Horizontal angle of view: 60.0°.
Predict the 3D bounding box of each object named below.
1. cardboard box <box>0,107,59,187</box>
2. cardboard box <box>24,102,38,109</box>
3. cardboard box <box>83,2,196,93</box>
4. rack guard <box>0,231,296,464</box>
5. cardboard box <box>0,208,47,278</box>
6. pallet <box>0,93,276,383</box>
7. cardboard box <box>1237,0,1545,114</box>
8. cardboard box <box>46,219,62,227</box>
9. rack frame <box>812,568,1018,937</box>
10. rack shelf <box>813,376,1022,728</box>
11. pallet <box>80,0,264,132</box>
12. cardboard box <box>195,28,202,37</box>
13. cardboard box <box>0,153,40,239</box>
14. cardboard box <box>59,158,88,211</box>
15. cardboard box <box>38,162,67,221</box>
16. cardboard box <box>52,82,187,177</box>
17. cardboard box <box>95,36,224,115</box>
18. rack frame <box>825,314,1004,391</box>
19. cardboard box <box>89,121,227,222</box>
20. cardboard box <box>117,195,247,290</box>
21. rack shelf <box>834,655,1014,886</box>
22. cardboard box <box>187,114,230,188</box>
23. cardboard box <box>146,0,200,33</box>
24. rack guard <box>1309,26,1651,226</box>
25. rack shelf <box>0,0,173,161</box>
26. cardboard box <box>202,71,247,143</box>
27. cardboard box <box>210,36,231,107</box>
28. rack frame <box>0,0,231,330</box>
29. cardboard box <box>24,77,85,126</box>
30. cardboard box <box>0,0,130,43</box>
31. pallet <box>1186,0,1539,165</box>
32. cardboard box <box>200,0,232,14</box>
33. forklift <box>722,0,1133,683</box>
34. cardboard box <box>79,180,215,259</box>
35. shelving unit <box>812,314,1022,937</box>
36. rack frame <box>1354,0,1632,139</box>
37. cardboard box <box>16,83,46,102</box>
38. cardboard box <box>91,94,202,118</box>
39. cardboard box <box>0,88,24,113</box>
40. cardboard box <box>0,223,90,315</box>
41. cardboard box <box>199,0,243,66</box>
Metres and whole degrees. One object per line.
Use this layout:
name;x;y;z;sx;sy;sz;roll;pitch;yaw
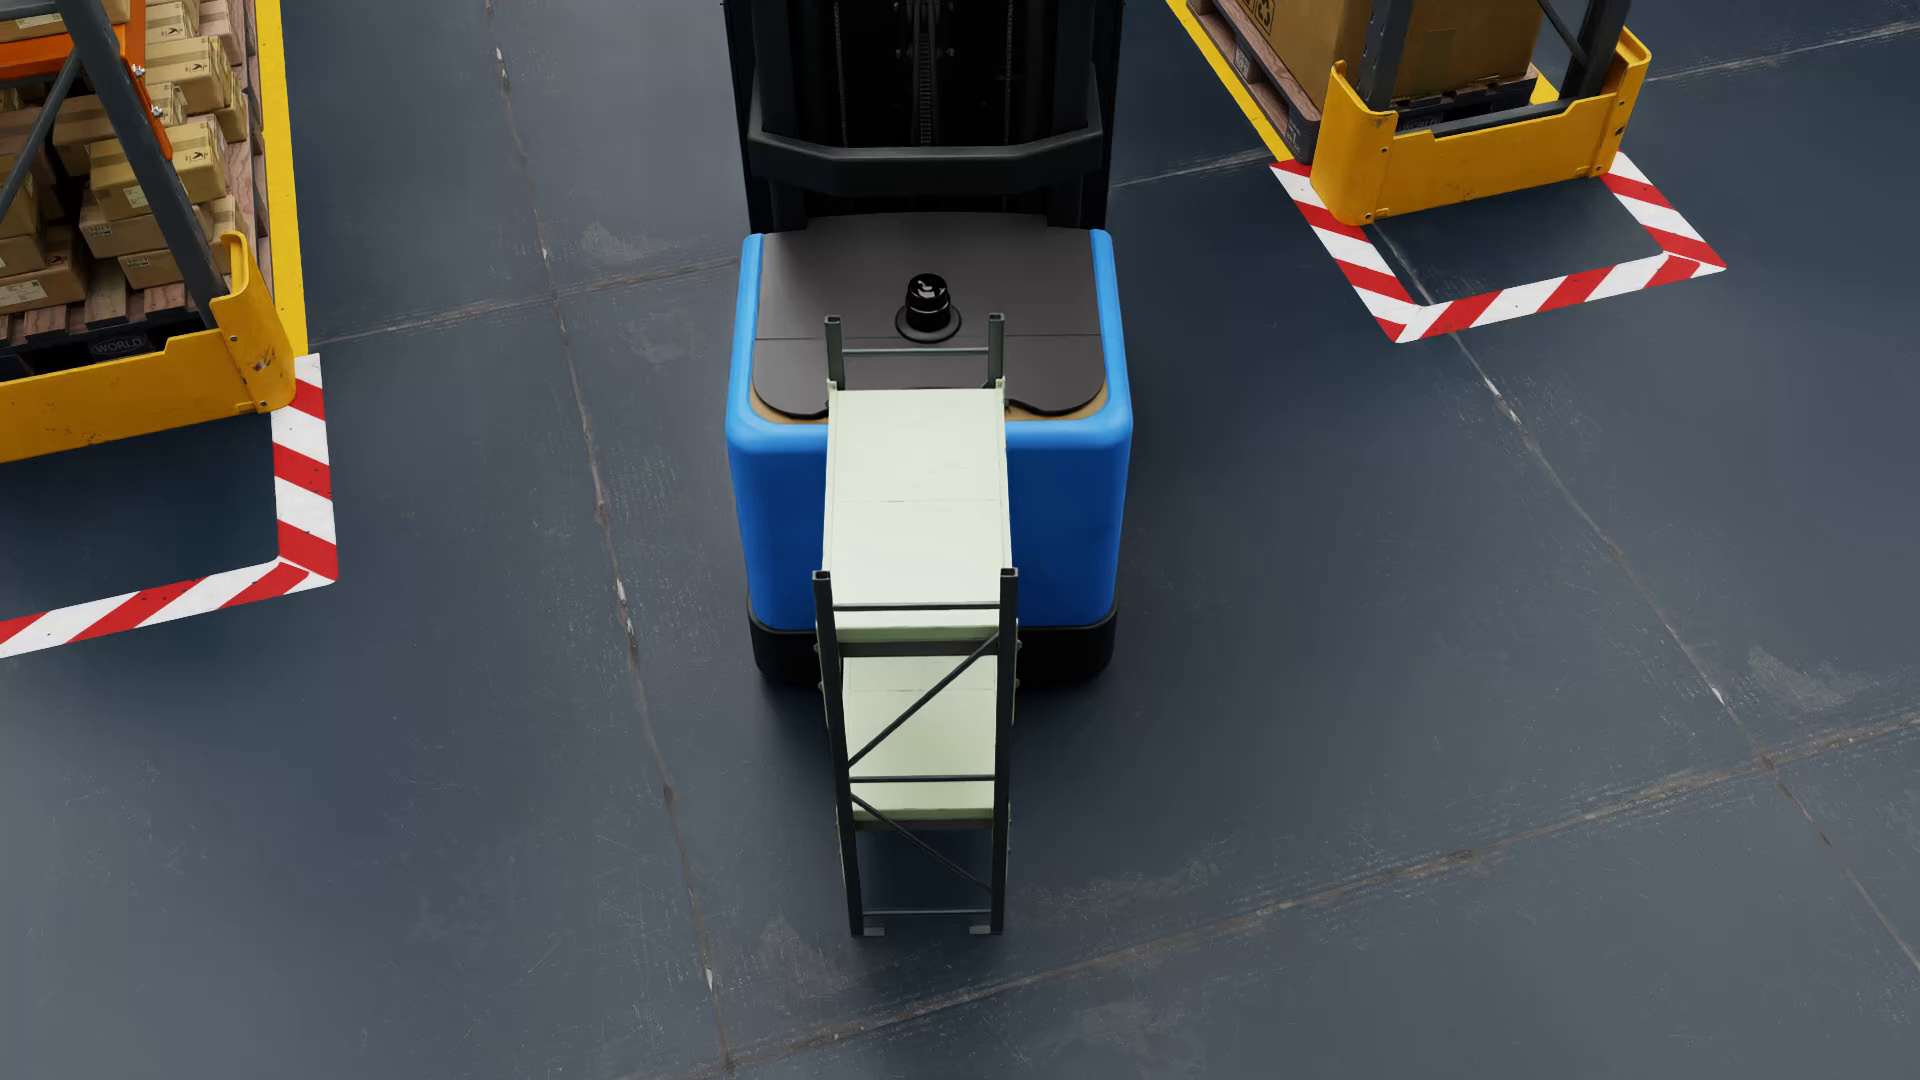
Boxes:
cardboard box;-3.252;-1.293;5.579;0.380;0.149;0.250;-12;51;-10
cardboard box;-3.418;-1.371;5.840;0.380;0.149;0.250;-15;52;-12
cardboard box;-2.965;-1.776;5.986;0.380;0.149;0.250;-16;52;-13
rack guard;-2.856;-0.609;5.436;1.175;0.500;0.348;-13;51;-11
cardboard box;-3.262;-0.992;5.520;0.380;0.149;0.250;-15;51;-12
pallet;-3.062;-1.117;6.054;1.003;0.211;1.213;-13;51;-11
cardboard box;1.669;-2.306;6.347;0.875;0.875;0.875;-13;51;-11
cardboard box;-3.361;-1.078;5.787;0.380;0.149;0.250;-12;51;-10
rack frame;-0.087;0.549;3.806;0.400;1.500;0.023;-1;50;-1
rack shelf;-0.094;0.017;3.744;0.431;0.370;0.720;-1;50;-1
pallet;-3.420;-2.006;6.803;1.003;0.211;1.213;-13;51;-11
cardboard box;-3.069;-1.868;6.258;0.380;0.149;0.250;-16;52;-13
cardboard box;-3.232;-1.096;5.413;0.380;0.149;0.250;-13;51;-11
cardboard box;-3.357;-1.290;5.966;0.380;0.149;0.250;-14;51;-11
cardboard box;-3.288;-1.195;5.691;0.380;0.149;0.250;-14;51;-12
cardboard box;-2.860;-1.401;5.670;0.380;0.149;0.250;-12;51;-10
cardboard box;-2.813;-1.614;5.849;0.380;0.149;0.250;-13;51;-11
rack frame;-0.101;-0.011;4.278;0.400;1.500;0.023;-1;50;-1
cardboard box;-2.664;-1.227;5.523;0.380;0.149;0.250;-15;52;-13
cardboard box;-2.683;-1.030;5.747;0.380;0.149;0.250;-12;51;-10
rack shelf;-0.094;0.479;4.292;0.431;0.370;0.720;-1;50;-1
cardboard box;-2.770;-1.325;5.800;0.380;0.149;0.250;-14;51;-11
cardboard box;-3.038;-1.981;6.159;0.380;0.149;0.250;-12;51;-10
rack guard;1.942;-1.583;6.258;1.175;0.500;0.348;-13;51;-11
rack shelf;-3.425;-2.588;5.940;1.077;0.370;4.000;-13;51;-11
cardboard box;-2.889;-1.594;6.222;0.380;0.149;0.250;-13;51;-11
cardboard box;-2.899;-1.695;6.113;0.380;0.149;0.250;-12;51;-10
rack frame;-2.834;-1.359;4.434;1.000;3.000;0.127;-13;51;-11
cardboard box;-3.399;-1.591;6.025;0.380;0.149;0.250;-14;51;-11
cardboard box;-2.616;-1.589;4.792;0.380;0.149;0.250;-14;51;-11
pallet;1.623;-2.074;6.860;1.003;0.211;1.213;-13;51;-11
cardboard box;-3.153;-2.157;6.697;0.380;0.149;0.250;-13;51;-11
forklift;-0.104;-1.647;4.722;1.130;2.935;3.031;-1;50;-1
cardboard box;-2.743;-1.112;5.621;0.380;0.149;0.250;-11;51;-9
shelving unit;-0.094;0.269;4.042;0.431;1.500;0.755;-1;50;-1
rack frame;1.934;-2.407;5.317;1.000;3.000;0.127;-13;51;-11
cardboard box;-3.466;-1.657;5.886;0.380;0.149;0.250;-15;52;-12
cardboard box;-2.927;-1.484;5.934;0.380;0.149;0.250;-13;51;-11
cardboard box;-3.450;-1.453;5.714;0.380;0.149;0.250;-14;51;-12
cardboard box;-3.188;-0.913;5.647;0.380;0.149;0.250;-13;51;-10
cardboard box;-3.046;-1.961;6.531;0.380;0.149;0.250;-16;52;-13
